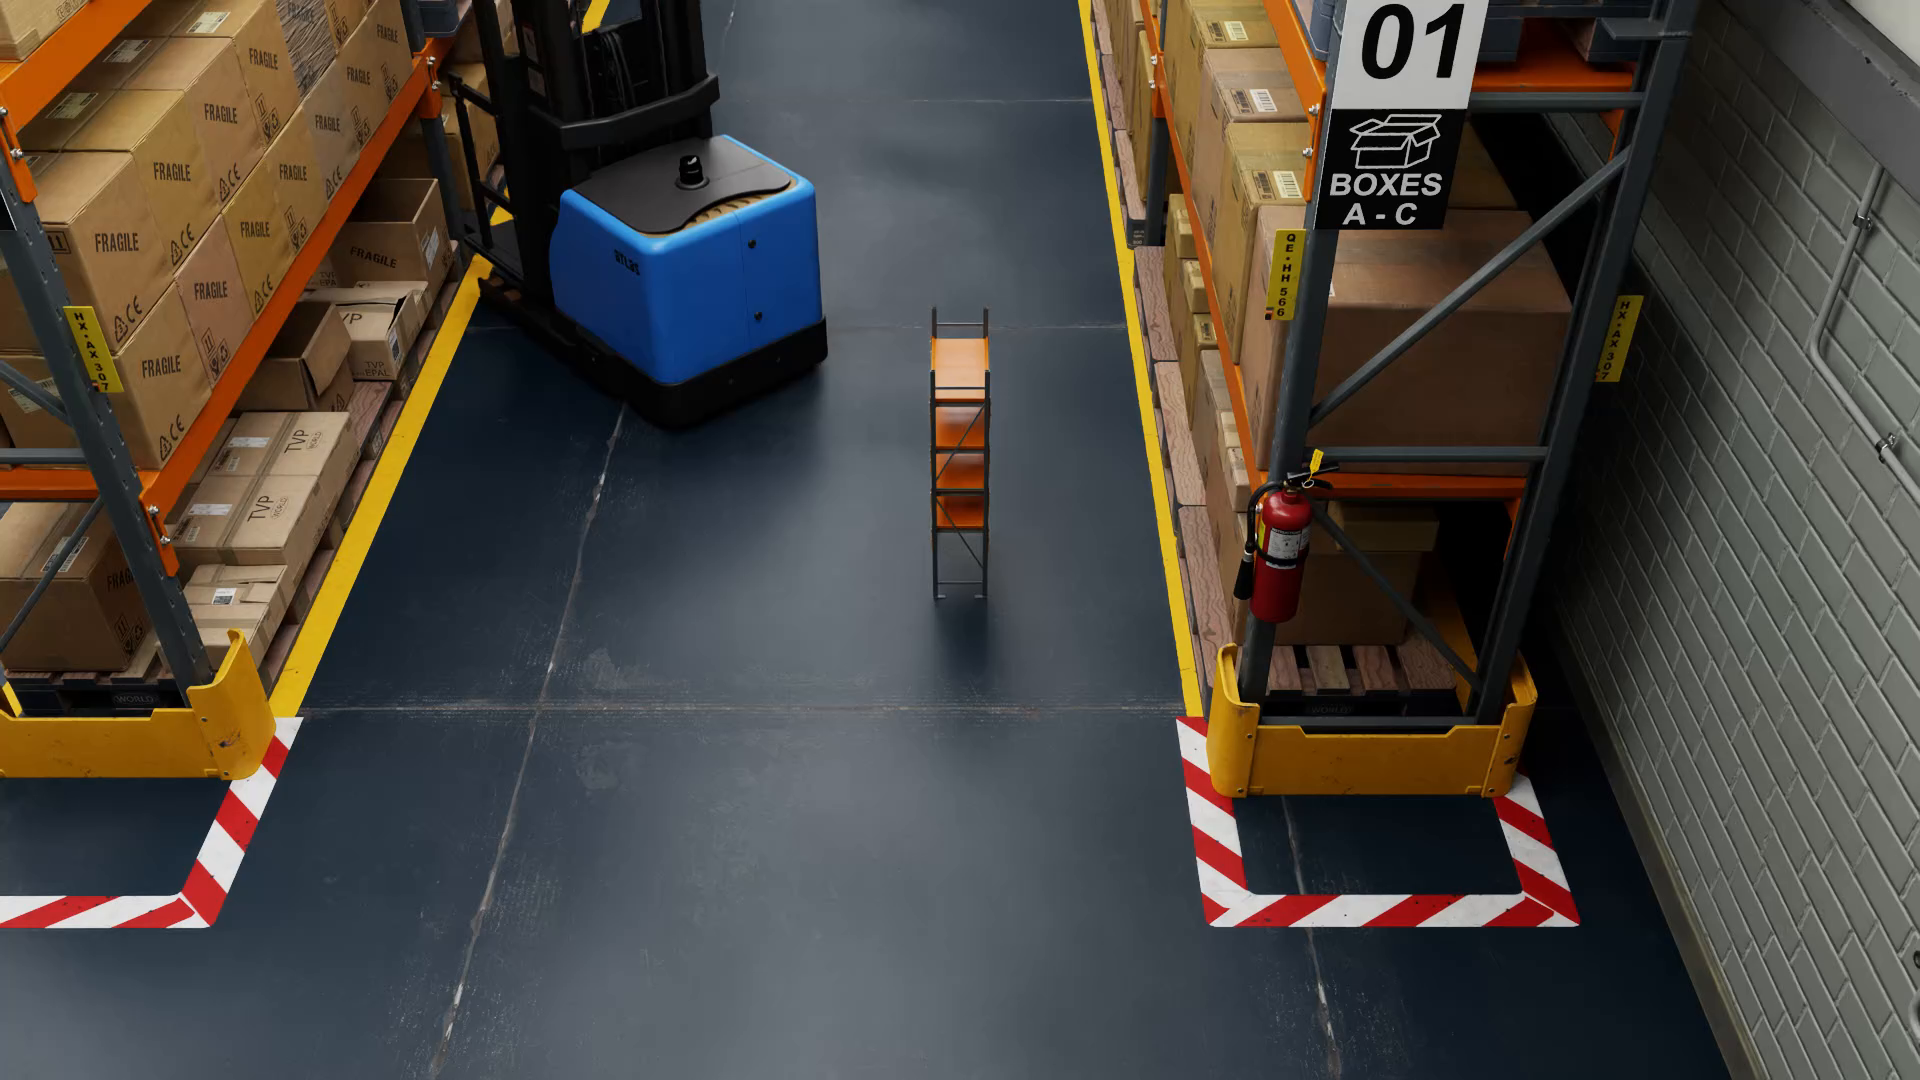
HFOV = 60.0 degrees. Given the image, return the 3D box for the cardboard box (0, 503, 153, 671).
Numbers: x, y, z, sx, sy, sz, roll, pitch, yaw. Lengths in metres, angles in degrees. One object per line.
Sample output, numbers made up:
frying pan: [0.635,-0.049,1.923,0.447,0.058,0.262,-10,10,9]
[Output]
cardboard box: [-3.622,0.182,6.771,0.500,0.500,0.500,0,39,0]

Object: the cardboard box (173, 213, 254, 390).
cardboard box: [-3.118,-0.921,6.421,0.500,0.500,0.500,0,39,0]

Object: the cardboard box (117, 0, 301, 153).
cardboard box: [-3.117,-1.946,6.900,0.500,0.500,0.500,0,39,0]

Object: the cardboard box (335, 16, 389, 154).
cardboard box: [-3.121,-2.187,8.001,0.500,0.500,0.500,1,39,1]

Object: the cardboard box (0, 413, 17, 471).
cardboard box: [-3.648,-0.601,6.021,0.500,0.500,0.500,1,39,1]

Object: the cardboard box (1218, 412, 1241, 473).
cardboard box: [1.294,-0.407,7.003,0.380,0.149,0.250,1,39,1]

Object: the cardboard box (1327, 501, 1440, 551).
cardboard box: [1.678,-0.089,6.606,0.380,0.149,0.250,0,39,0]

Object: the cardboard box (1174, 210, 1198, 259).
cardboard box: [1.290,-1.548,8.428,0.380,0.149,0.250,1,39,1]

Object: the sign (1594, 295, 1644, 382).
sign: [2.133,-0.653,5.410,0.100,0.325,0.005,0,39,0]

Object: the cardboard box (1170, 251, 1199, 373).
cardboard box: [1.469,-1.195,8.506,0.700,0.500,0.500,0,39,-1]

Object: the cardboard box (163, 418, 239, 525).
cardboard box: [-3.593,-0.314,7.590,0.500,0.250,0.500,0,39,0]

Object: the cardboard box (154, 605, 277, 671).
cardboard box: [-3.032,0.397,6.784,0.380,0.149,0.250,0,39,0]

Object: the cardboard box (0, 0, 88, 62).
cardboard box: [-3.122,-1.715,5.213,0.500,0.250,0.500,0,39,0]

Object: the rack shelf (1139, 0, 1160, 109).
rack shelf: [1.571,-3.759,10.617,1.077,0.370,4.000,0,39,0]

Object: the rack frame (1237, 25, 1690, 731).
rack frame: [1.578,-0.288,5.710,1.000,3.000,0.127,0,39,0]

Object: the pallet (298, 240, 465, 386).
pallet: [-3.380,-1.265,9.160,1.003,0.211,1.213,0,39,0]

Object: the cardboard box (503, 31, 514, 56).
cardboard box: [-3.142,-2.928,10.652,0.500,0.500,0.500,0,39,0]

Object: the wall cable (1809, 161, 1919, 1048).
wall cable: [2.526,0.116,4.394,0.084,1.984,1.851,0,39,0]

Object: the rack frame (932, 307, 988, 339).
rack frame: [0.000,-0.517,7.436,0.240,1.200,0.015,0,39,0]

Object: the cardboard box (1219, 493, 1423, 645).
cardboard box: [1.478,0.086,6.907,0.700,0.500,0.500,0,39,0]

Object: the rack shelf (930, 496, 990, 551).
rack shelf: [0.000,-0.157,7.412,0.258,0.148,0.480,0,39,0]

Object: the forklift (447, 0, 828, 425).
forklift: [-2.060,-2.562,8.604,1.130,2.935,3.031,-29,47,-31]

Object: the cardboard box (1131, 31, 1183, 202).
cardboard box: [1.443,-2.520,9.880,0.750,0.750,0.750,0,39,0]

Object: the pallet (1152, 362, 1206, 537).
pallet: [1.501,-0.460,8.156,1.003,0.211,1.213,0,39,0]

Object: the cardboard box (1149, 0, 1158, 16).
cardboard box: [1.266,-3.068,9.364,0.380,0.149,0.250,1,39,1]

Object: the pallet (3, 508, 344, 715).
pallet: [-3.377,0.261,7.256,1.003,0.211,1.213,0,39,0]

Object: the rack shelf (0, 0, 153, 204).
rack shelf: [-3.378,-2.422,6.550,1.077,0.370,4.000,0,39,0]

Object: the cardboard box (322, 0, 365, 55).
cardboard box: [-3.117,-2.576,7.686,0.500,0.500,0.500,-1,39,-1]

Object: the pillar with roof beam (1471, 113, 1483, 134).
pillar with roof beam: [-1.865,-4.690,6.406,9.100,9.000,0.400,0,39,0]

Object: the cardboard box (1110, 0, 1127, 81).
cardboard box: [1.433,-3.608,11.236,0.750,0.750,0.750,0,39,0]

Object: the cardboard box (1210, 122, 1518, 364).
cardboard box: [1.556,-1.178,6.582,0.980,0.700,0.700,0,39,0]

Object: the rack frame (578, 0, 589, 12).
rack frame: [-3.384,-5.284,11.946,1.000,3.000,0.127,0,39,0]

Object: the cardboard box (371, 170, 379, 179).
cardboard box: [-3.667,-2.288,9.853,0.500,0.500,0.500,0,39,0]

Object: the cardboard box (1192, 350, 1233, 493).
cardboard box: [1.476,-0.541,7.690,0.700,0.500,0.500,-1,39,-2]

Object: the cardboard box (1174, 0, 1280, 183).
cardboard box: [1.553,-2.110,7.745,0.980,0.700,0.700,-1,39,-1]

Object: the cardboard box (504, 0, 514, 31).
cardboard box: [-3.139,-3.514,10.783,0.500,0.250,0.500,-1,39,-1]

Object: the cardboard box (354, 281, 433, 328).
cardboard box: [-3.035,-1.252,8.841,0.380,0.149,0.250,0,39,0]

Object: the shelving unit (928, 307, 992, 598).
shelving unit: [0.000,-0.365,7.246,0.258,1.200,0.503,0,39,0]

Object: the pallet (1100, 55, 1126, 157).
pallet: [1.493,-2.948,11.260,1.003,0.211,1.213,0,39,0]

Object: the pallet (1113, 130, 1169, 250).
pallet: [1.498,-2.183,10.306,1.003,0.211,1.213,0,39,0]

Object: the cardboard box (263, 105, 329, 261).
cardboard box: [-3.115,-1.547,7.202,0.500,0.500,0.500,0,39,1]

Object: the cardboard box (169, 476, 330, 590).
cardboard box: [-3.093,-0.033,7.240,0.500,0.250,0.500,0,39,0]

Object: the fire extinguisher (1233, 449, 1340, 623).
fire extinguisher: [1.117,-0.017,5.733,0.296,0.674,0.183,0,39,0]

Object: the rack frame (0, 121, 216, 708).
rack frame: [-3.375,-0.282,5.703,1.000,3.000,0.127,0,39,0]

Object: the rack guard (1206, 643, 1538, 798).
rack guard: [1.578,0.703,6.473,1.175,0.500,0.348,0,39,0]

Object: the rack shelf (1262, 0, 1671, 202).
rack shelf: [1.576,-2.428,6.558,1.077,0.370,4.000,0,39,0]

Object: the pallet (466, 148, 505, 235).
pallet: [-3.419,-2.203,10.331,1.003,0.211,1.213,0,39,0]

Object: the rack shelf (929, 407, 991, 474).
rack shelf: [0.000,-0.487,7.148,0.258,0.148,0.480,0,39,0]

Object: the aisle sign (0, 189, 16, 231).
aisle sign: [-3.082,-1.254,4.837,0.394,0.787,0.004,0,39,0]

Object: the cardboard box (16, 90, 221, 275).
cardboard box: [-3.120,-1.315,6.113,0.500,0.500,0.500,0,39,0]

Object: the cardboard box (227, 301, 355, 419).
cardboard box: [-3.373,-0.806,8.001,0.797,0.503,0.637,0,39,0]

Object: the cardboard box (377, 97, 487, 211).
cardboard box: [-3.137,-2.282,9.846,0.500,0.500,0.500,-2,39,-2]
